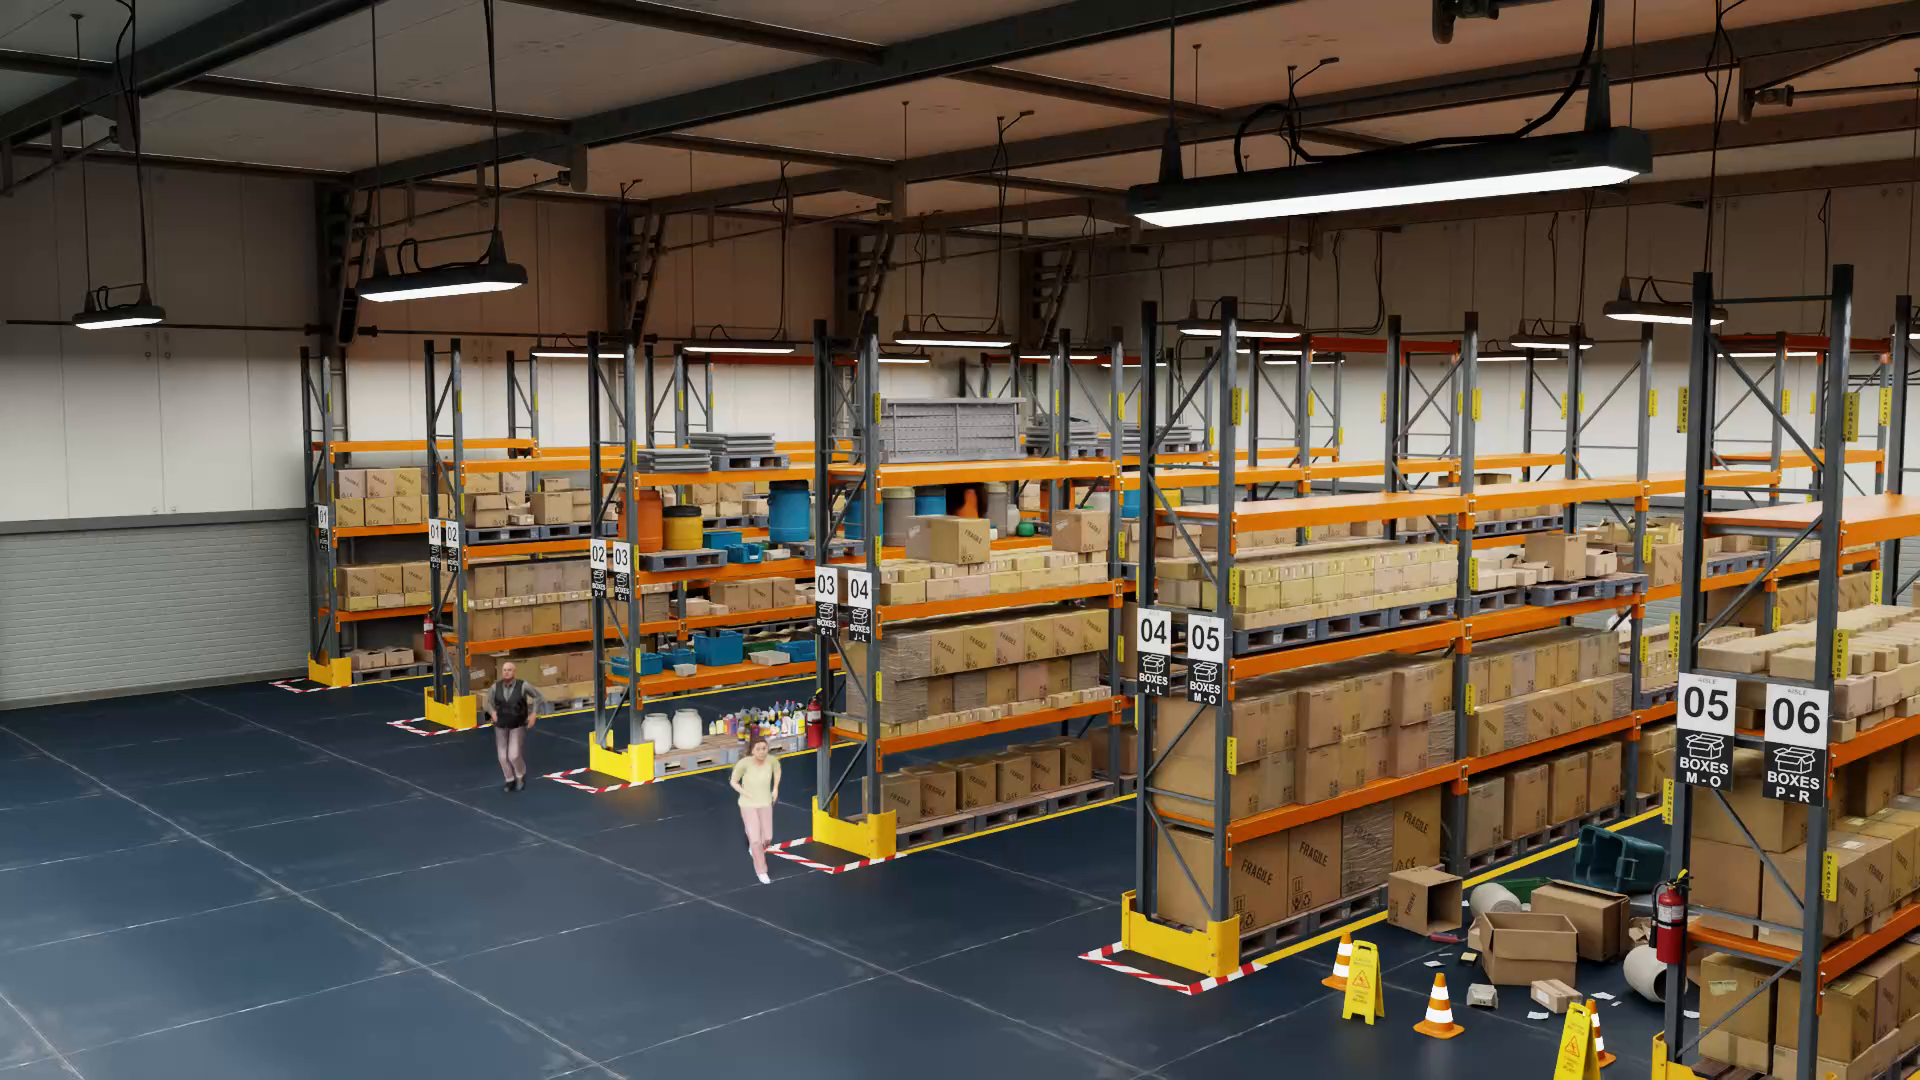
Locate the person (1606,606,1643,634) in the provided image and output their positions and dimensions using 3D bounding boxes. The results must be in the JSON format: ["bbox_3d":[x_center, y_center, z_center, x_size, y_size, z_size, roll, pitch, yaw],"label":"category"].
[{"bbox_3d":[11.402,1.854,28.489,0.674,1.609,0.512,2,6,24],"label":"person"}]

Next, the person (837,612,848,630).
[{"bbox_3d":[-2.373,1.374,33.320,0.714,1.731,0.791,5,7,44],"label":"person"}]

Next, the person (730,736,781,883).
[{"bbox_3d":[-2.172,2.834,17.694,0.573,1.599,0.697,-2,5,-17],"label":"person"}]

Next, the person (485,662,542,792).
[{"bbox_3d":[-5.799,2.431,21.498,0.688,1.703,0.647,0,5,1],"label":"person"}]
